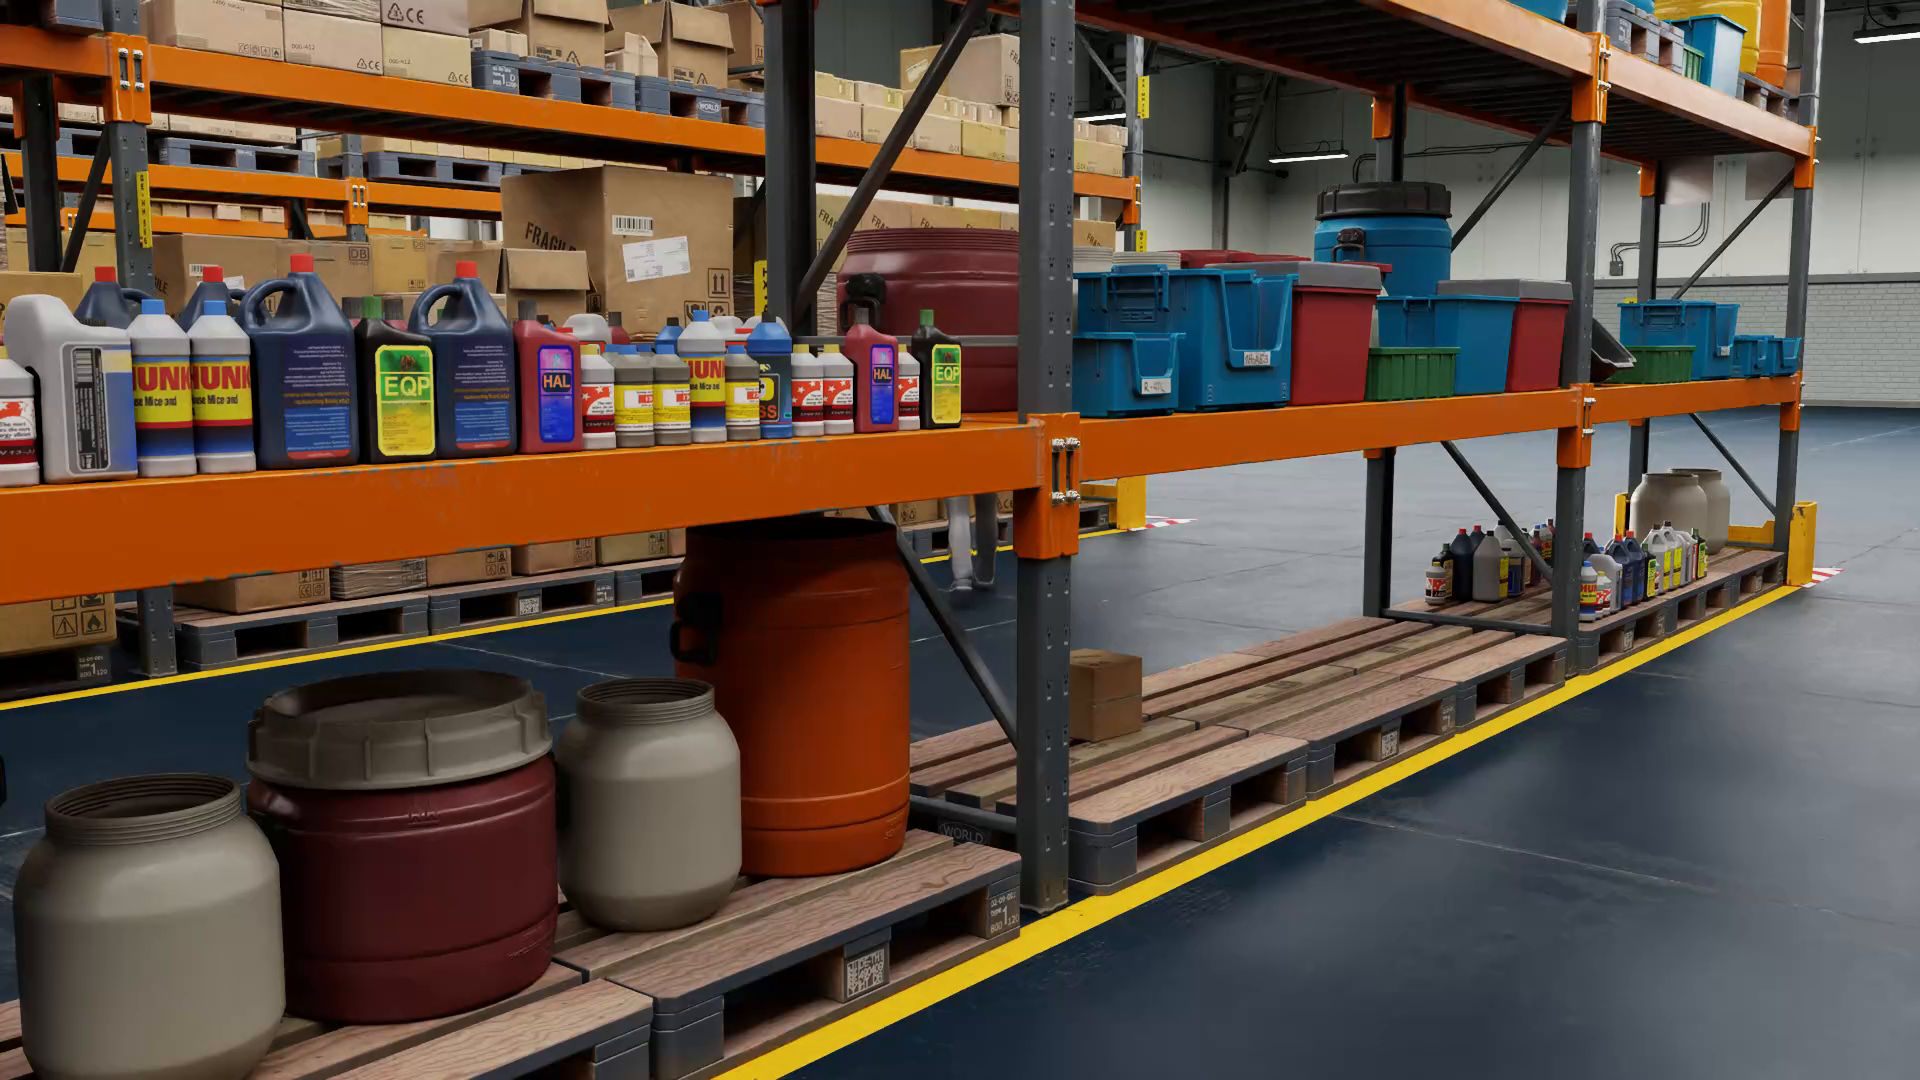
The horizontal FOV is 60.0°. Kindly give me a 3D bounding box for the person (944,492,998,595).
[{"bbox_3d":[0.041,-0.507,9.855,0.454,1.636,0.960,0,7,-3],"label":"person"}]
